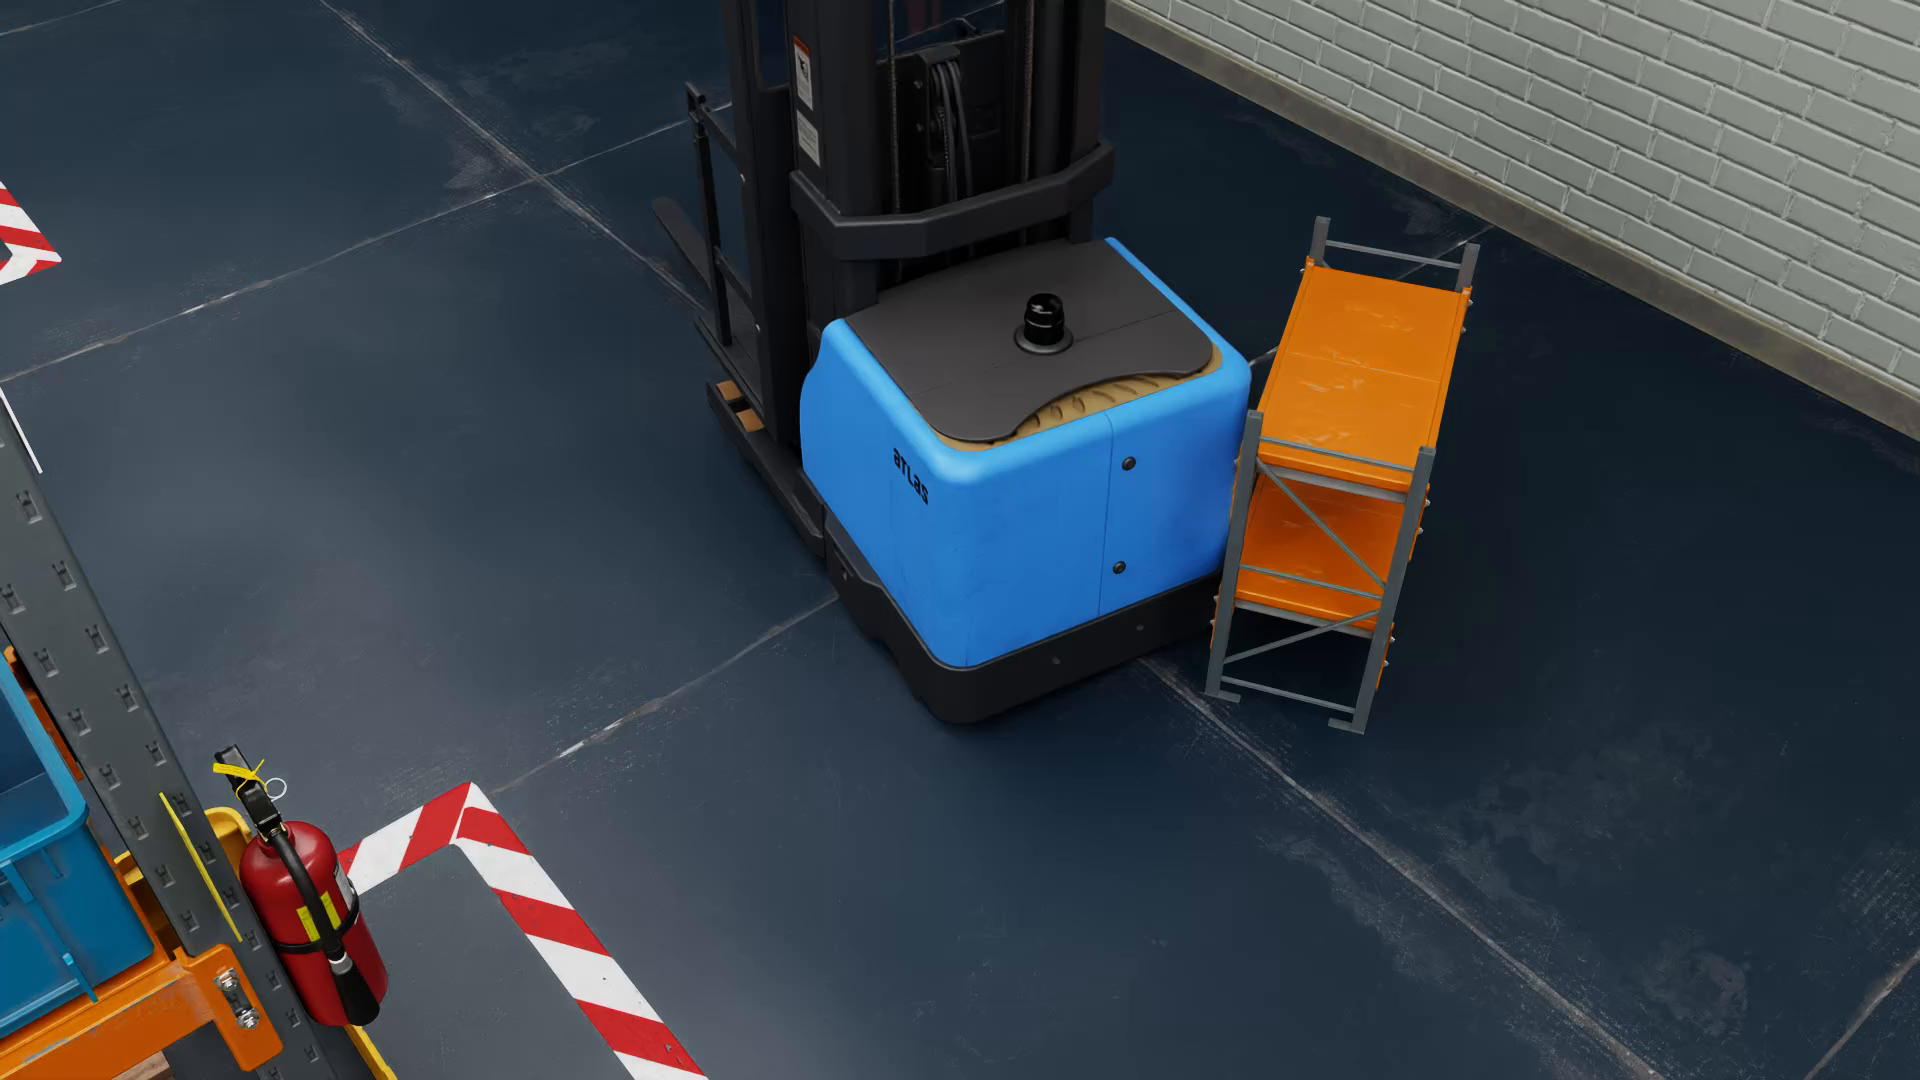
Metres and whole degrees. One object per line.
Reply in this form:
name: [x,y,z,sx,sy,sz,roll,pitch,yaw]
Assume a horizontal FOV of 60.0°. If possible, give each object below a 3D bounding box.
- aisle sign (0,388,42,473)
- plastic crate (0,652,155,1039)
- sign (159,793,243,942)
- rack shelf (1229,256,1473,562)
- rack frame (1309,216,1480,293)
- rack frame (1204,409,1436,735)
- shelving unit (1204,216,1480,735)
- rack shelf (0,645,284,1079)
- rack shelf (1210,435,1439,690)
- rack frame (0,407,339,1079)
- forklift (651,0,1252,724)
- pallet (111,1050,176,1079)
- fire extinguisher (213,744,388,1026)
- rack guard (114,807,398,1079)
aisle sign: [-1.417,-0.485,2.176,0.004,0.787,0.394,-30,51,-28]
plastic crate: [-1.797,0.551,2.903,0.499,0.435,0.616,-30,51,-28]
sign: [-1.295,0.563,2.841,0.005,0.325,0.100,-30,51,-28]
rack shelf: [1.177,-0.419,4.947,0.538,0.278,1.000,13,45,14]
rack frame: [1.344,-0.534,5.497,0.500,1.125,0.032,13,45,14]
rack frame: [1.010,0.123,4.797,0.500,1.125,0.032,13,45,14]
shelving unit: [1.177,-0.206,5.147,0.538,1.125,1.048,13,45,14]
rack shelf: [-3.194,1.481,2.507,4.000,0.370,1.077,-30,51,-28]
rack shelf: [1.177,-0.027,5.315,0.538,0.278,1.000,13,45,14]
rack frame: [-1.660,0.340,3.197,0.127,3.000,1.000,-30,51,-28]
forklift: [-0.284,-1.515,5.222,1.130,2.935,3.031,-20,47,-20]
pallet: [-2.318,1.699,3.787,1.213,0.211,1.003,-30,51,-28]
fire extinguisher: [-1.253,0.677,3.167,0.183,0.674,0.296,-30,51,-28]
rack guard: [-1.650,1.234,4.071,0.348,0.500,1.175,-30,51,-28]
